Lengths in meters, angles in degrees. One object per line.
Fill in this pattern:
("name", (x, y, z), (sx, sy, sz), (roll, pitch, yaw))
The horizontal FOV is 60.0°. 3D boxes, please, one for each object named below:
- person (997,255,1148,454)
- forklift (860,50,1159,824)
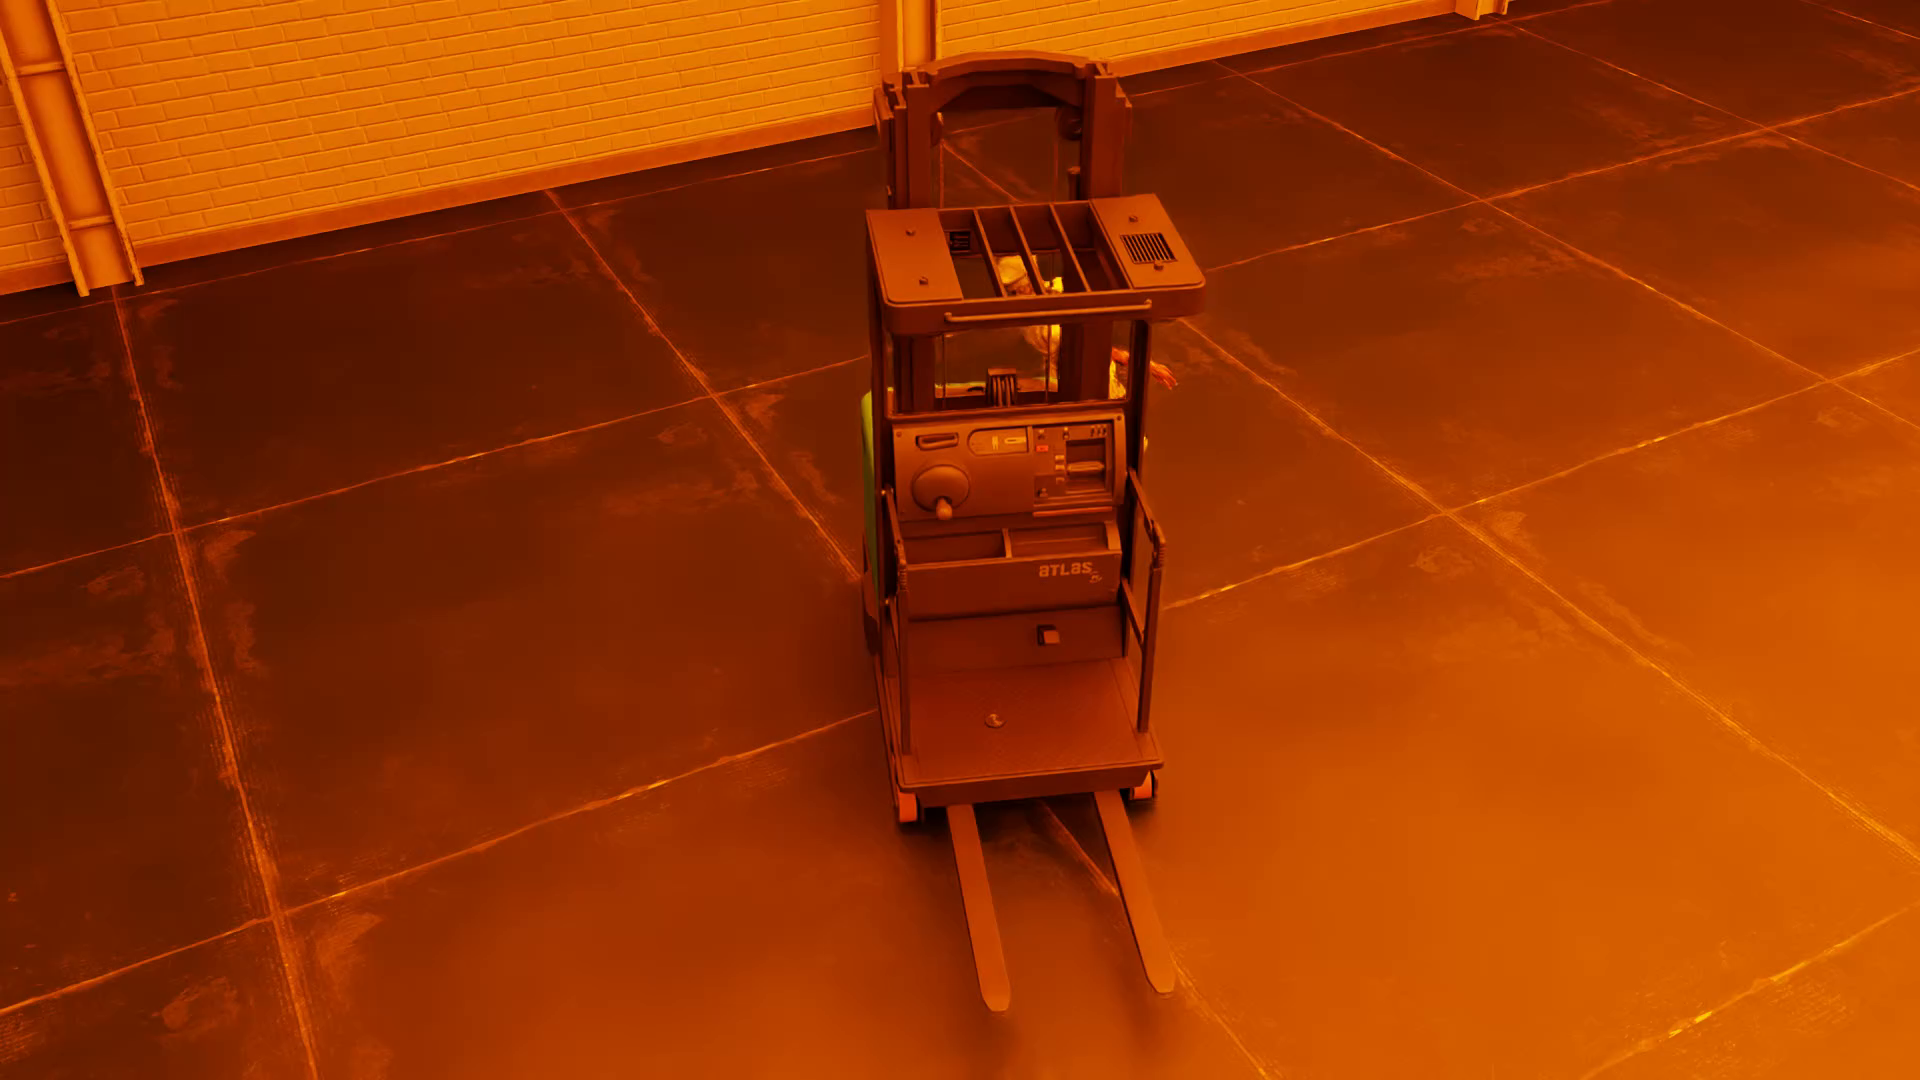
("person", (0.526, -0.823, 8.468), (0.589, 1.384, 0.745), (-28, 44, -33))
("forklift", (0.232, -0.230, 6.448), (1.130, 2.935, 3.031), (-5, 36, -6))
